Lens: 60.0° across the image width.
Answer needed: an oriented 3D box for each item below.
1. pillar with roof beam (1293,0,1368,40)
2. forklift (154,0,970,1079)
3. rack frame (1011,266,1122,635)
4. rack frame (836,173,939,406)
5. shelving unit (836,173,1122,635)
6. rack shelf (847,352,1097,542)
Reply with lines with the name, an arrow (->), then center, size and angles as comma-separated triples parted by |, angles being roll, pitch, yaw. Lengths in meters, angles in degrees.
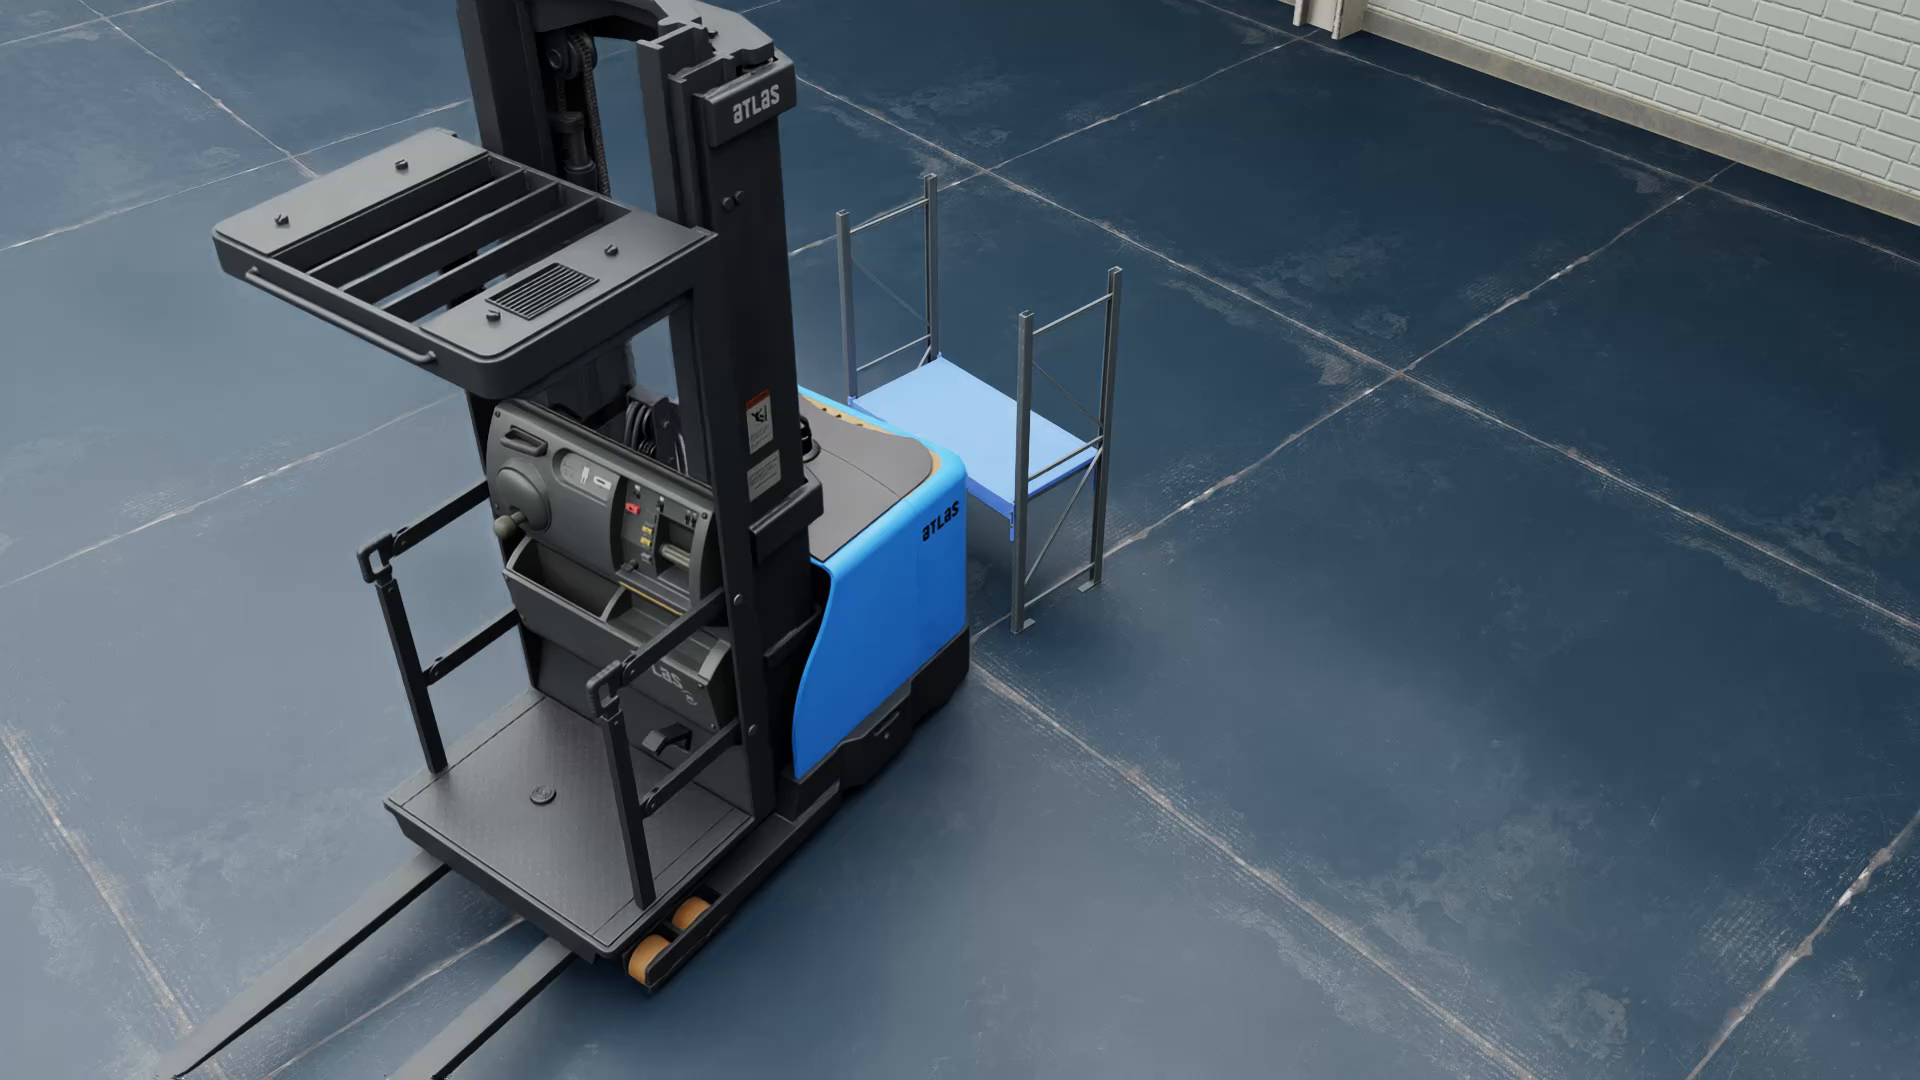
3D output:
pillar with roof beam -> -0.570, -5.303, 6.654 | 9.100, 9.000, 0.400 | -30, 48, -32
forklift -> -1.237, -0.031, 4.955 | 1.130, 2.935, 3.031 | 25, 45, 27
rack frame -> 0.401, -0.309, 6.439 | 0.500, 1.500, 0.032 | -30, 48, -32
rack frame -> -0.286, -0.779, 7.021 | 0.500, 1.500, 0.032 | -30, 48, -32
shelving unit -> 0.058, -0.544, 6.730 | 0.538, 1.500, 1.048 | -30, 48, -32
rack shelf -> 0.058, -0.404, 6.843 | 0.538, 0.185, 1.000 | -30, 48, -32
